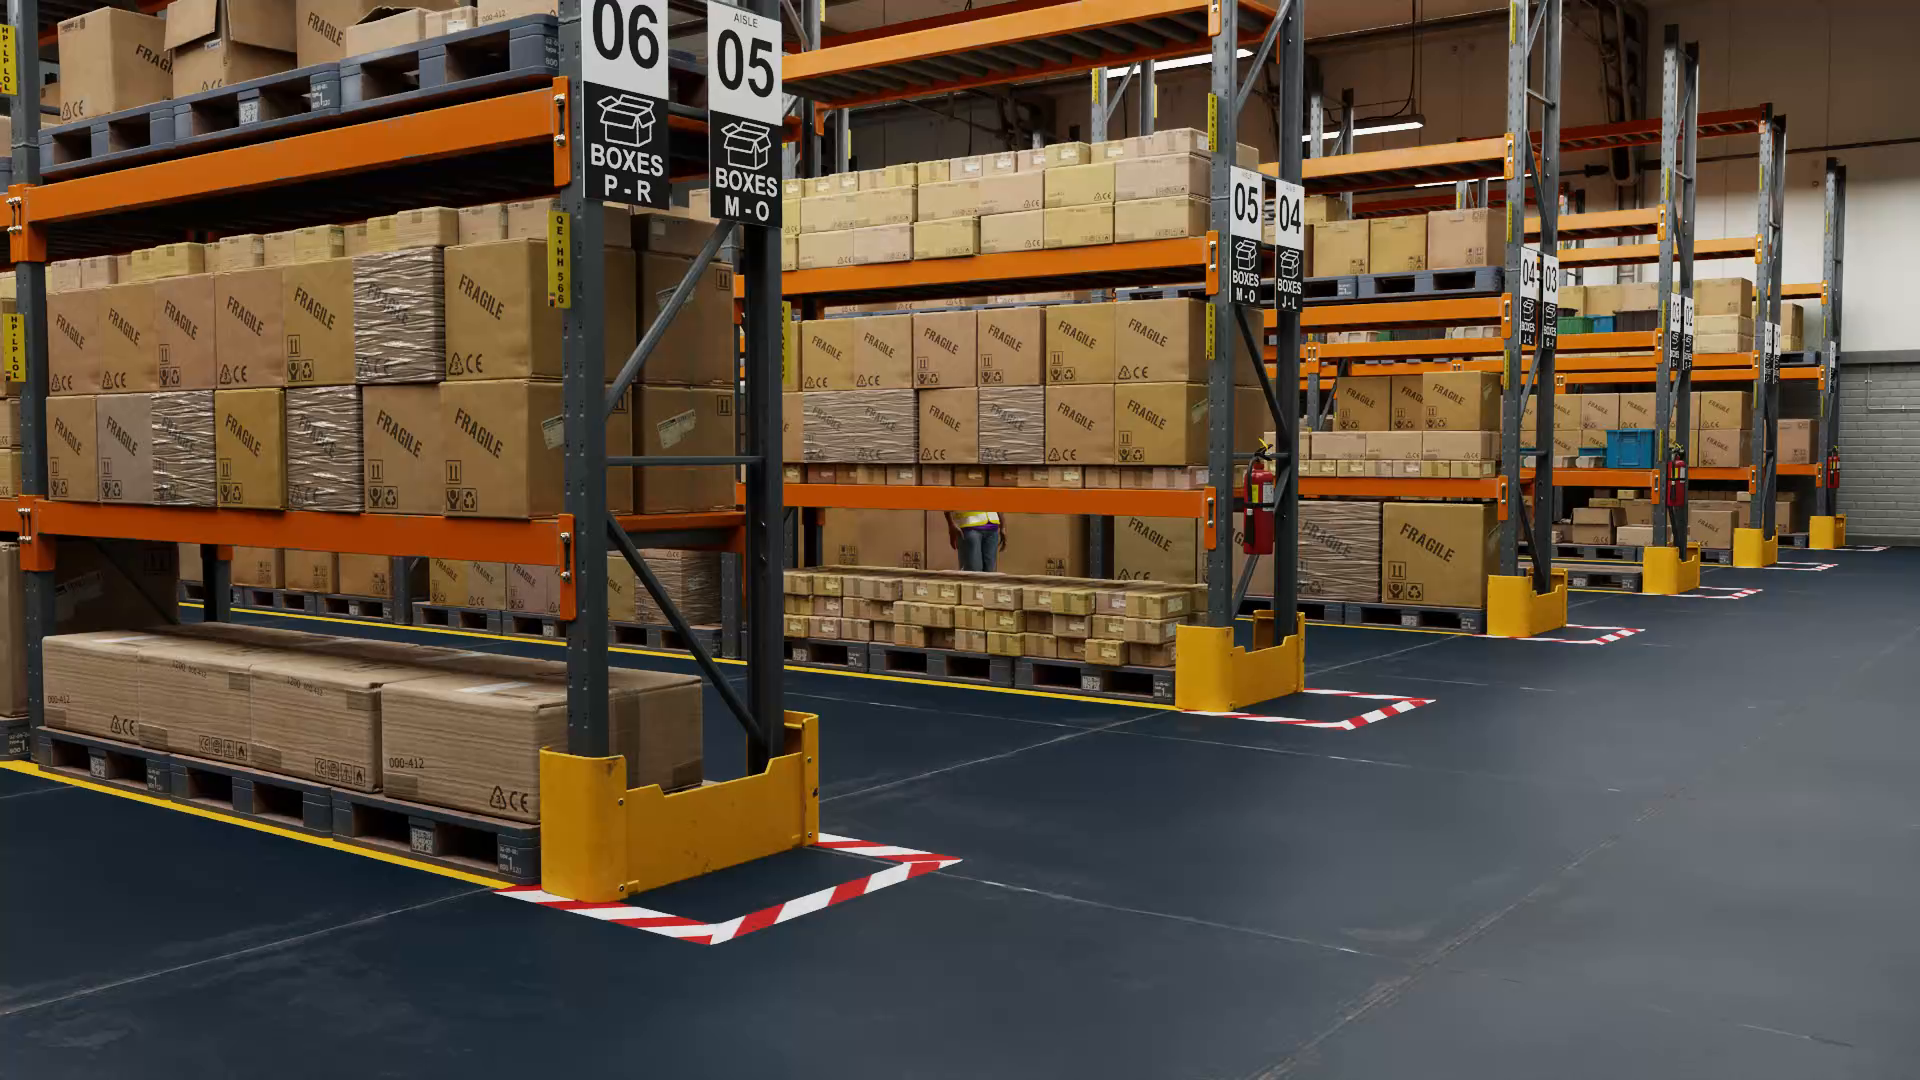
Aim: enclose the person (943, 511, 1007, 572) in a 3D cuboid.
[{"bbox_3d":[0.182,-0.071,13.326,0.574,1.769,0.665,3,4,43],"label":"person"}]
